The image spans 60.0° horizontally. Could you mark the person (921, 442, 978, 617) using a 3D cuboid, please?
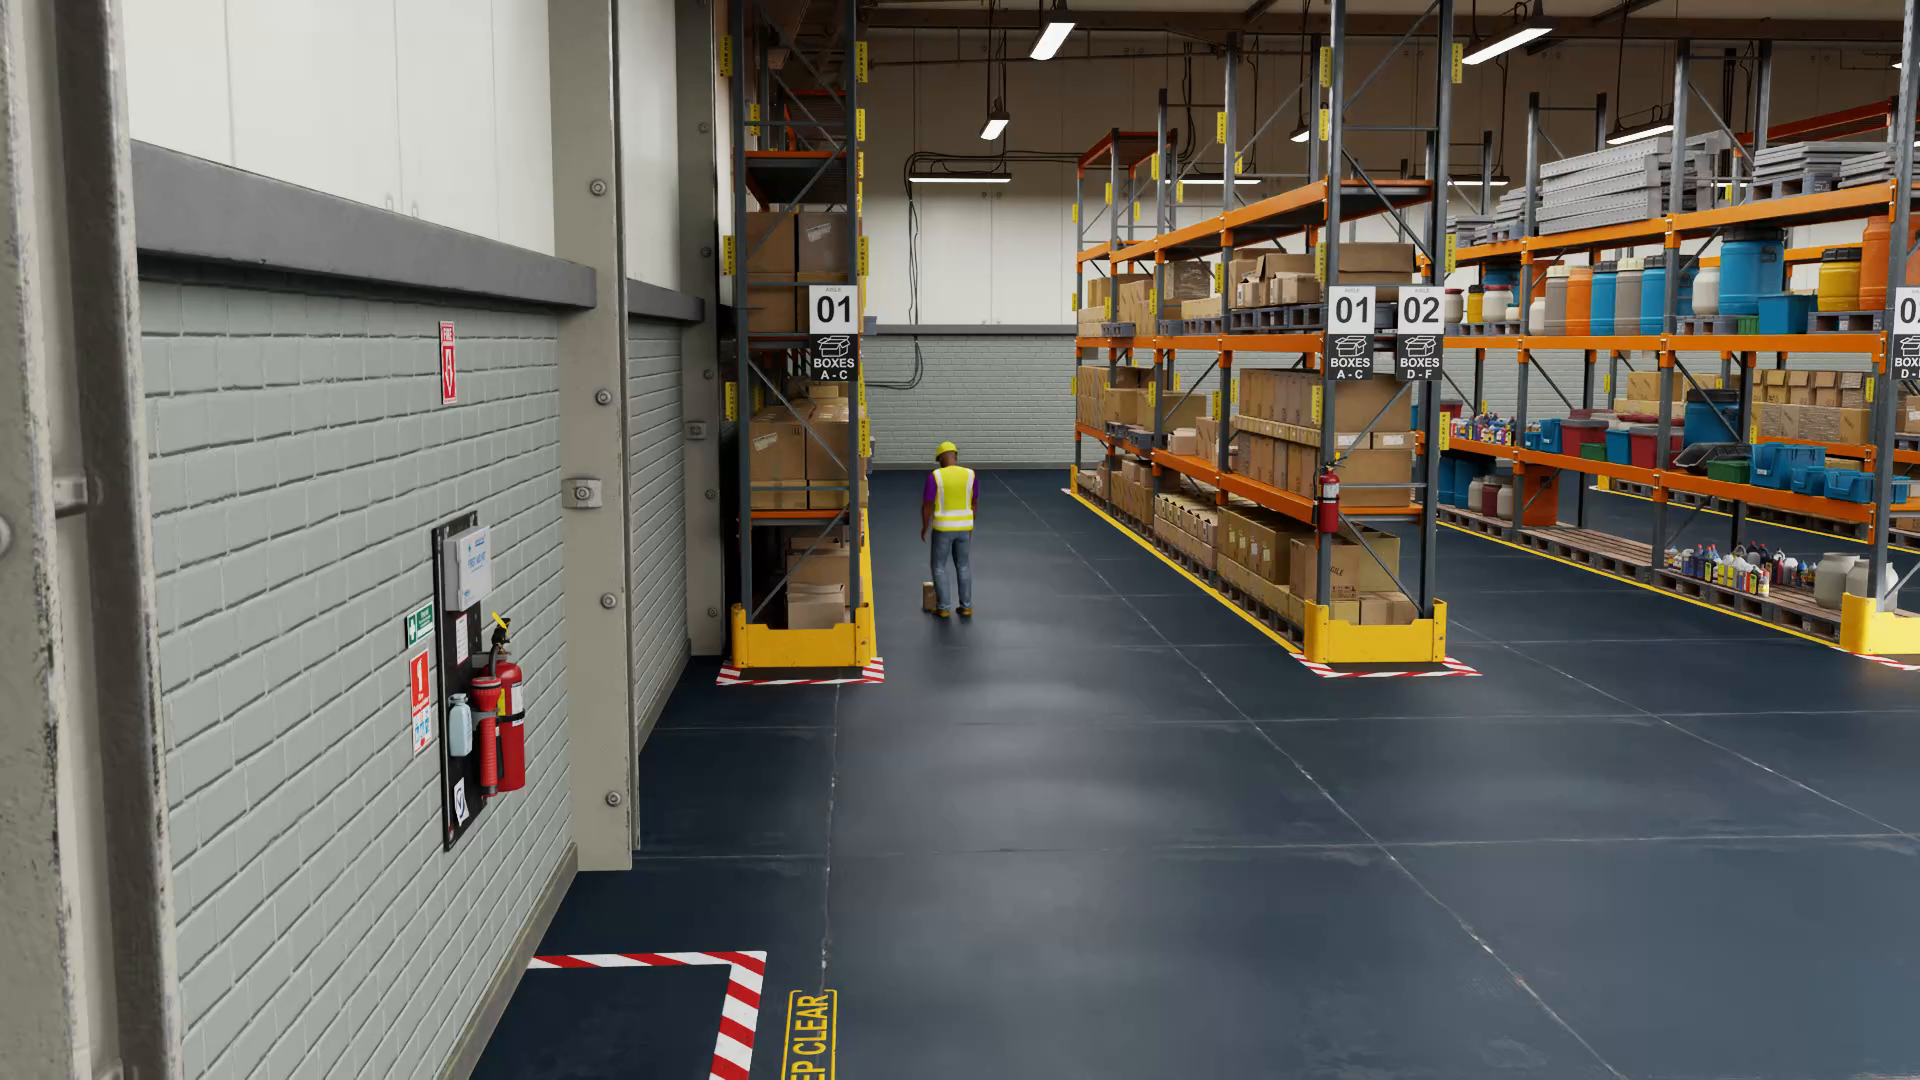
[{"bbox_3d":[-0.111,-0.111,16.694,0.581,1.737,0.409,-2,7,-19],"label":"person"}]
